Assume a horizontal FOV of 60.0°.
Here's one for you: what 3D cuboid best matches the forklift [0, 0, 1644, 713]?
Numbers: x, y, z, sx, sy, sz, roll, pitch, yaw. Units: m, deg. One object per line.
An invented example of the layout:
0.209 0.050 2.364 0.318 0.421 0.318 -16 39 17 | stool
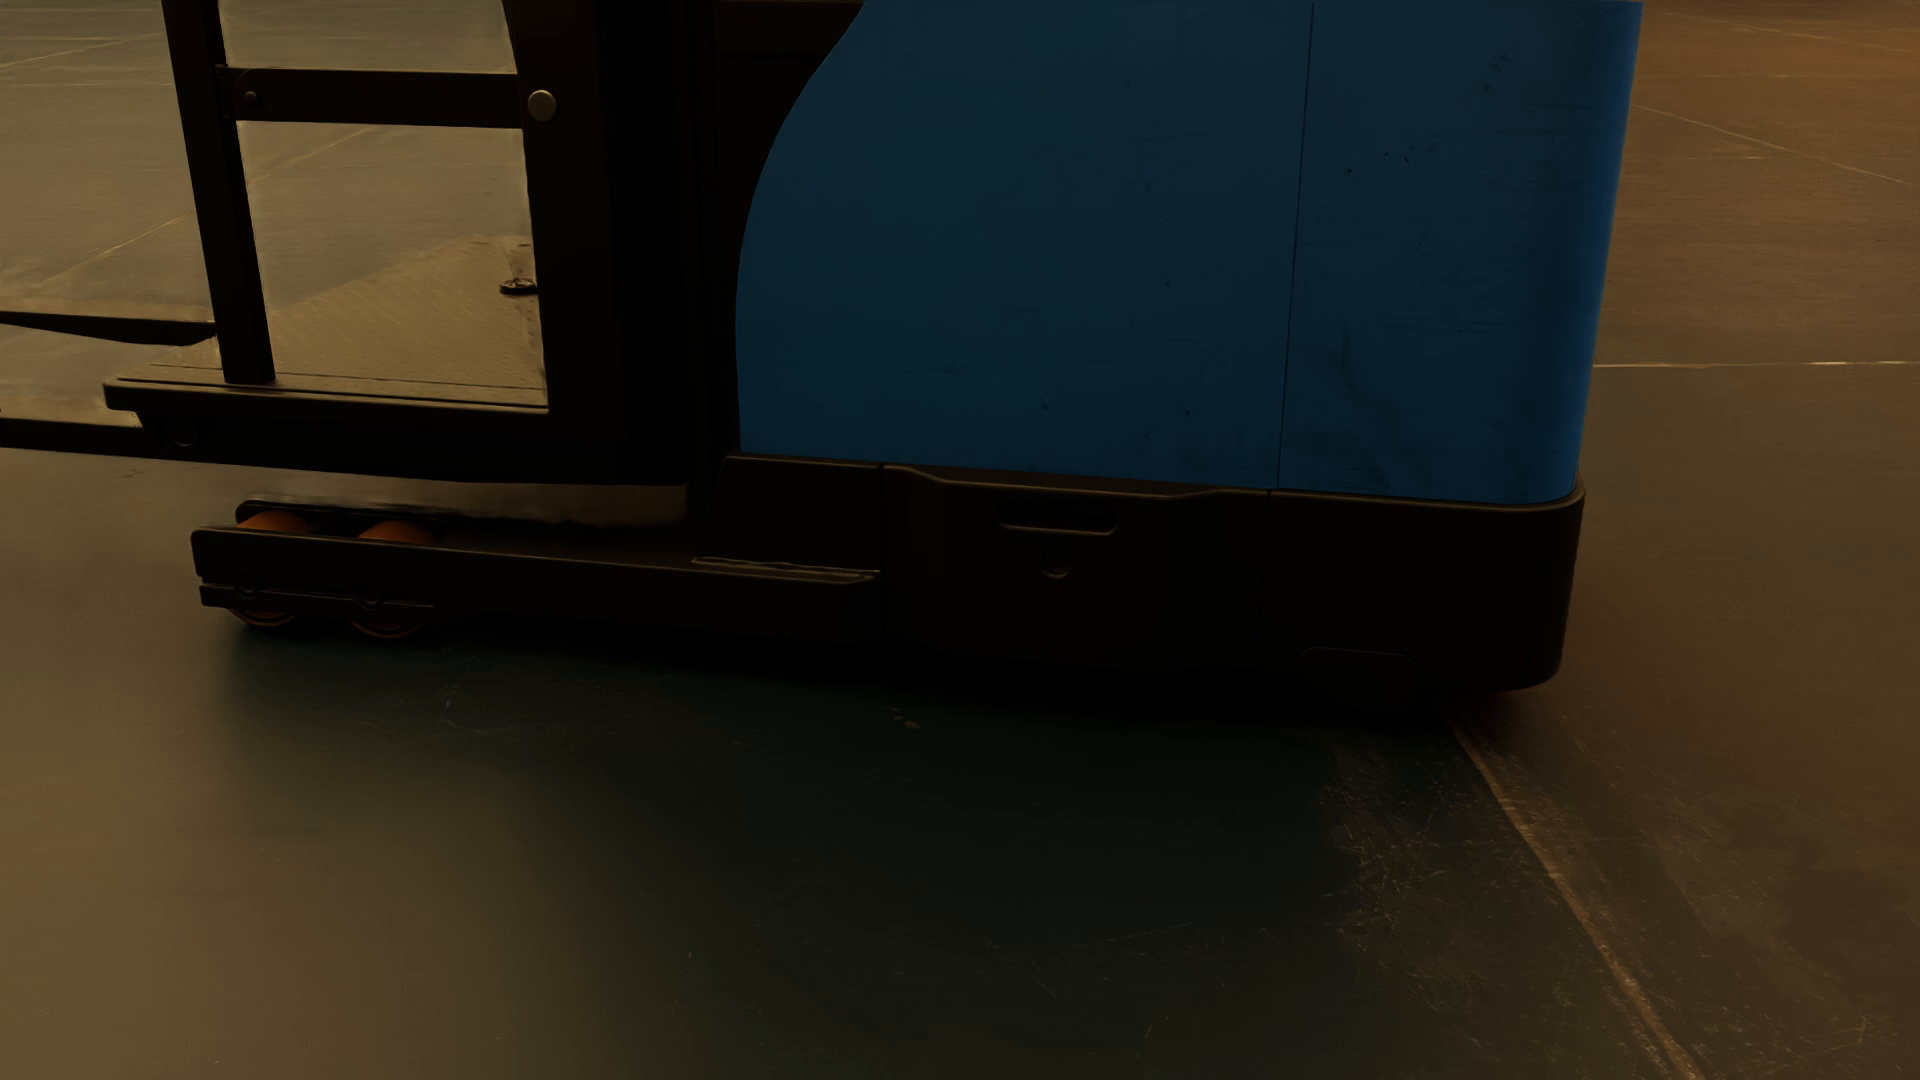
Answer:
-0.623 -1.406 2.306 3.031 2.935 1.130 4 22 11 | forklift
